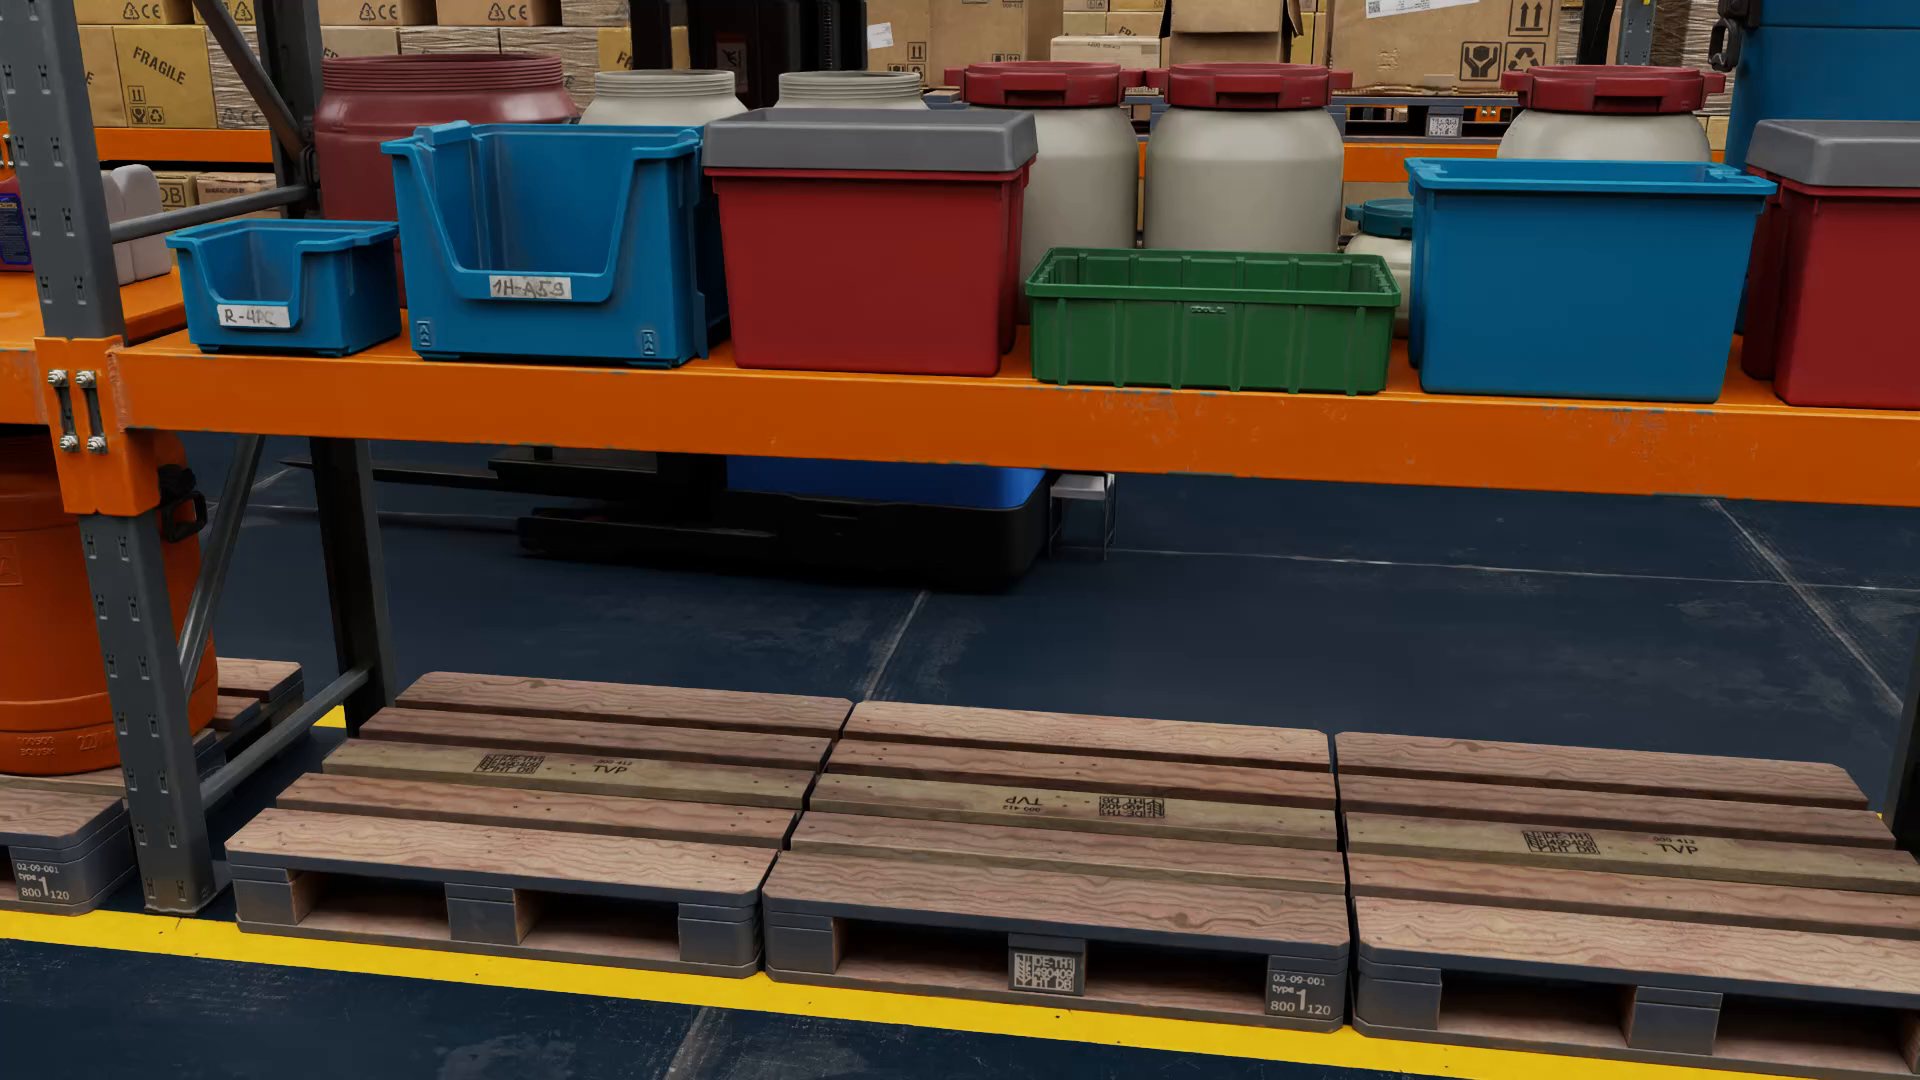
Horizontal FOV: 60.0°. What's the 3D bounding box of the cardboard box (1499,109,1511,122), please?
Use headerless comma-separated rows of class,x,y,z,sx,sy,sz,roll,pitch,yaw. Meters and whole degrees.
cardboard box,4.525,-2.766,12.529,0.875,0.875,0.875,3,19,9

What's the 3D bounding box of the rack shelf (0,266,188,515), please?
rack shelf,-3.682,-0.488,4.169,4.000,0.370,1.077,3,19,9

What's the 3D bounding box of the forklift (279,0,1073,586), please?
forklift,-1.129,-1.469,6.075,3.031,2.935,1.130,5,19,14

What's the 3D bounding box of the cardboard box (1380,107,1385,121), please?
cardboard box,5.895,-5.673,22.203,0.500,0.250,0.500,3,19,9

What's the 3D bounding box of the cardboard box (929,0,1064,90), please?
cardboard box,0.185,-2.516,8.275,0.500,0.500,0.700,6,19,17

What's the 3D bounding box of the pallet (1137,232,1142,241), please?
pallet,1.933,-2.381,13.088,1.213,0.211,1.003,3,19,9

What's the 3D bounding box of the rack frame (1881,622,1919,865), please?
rack frame,2.243,-0.527,3.152,0.127,3.000,1.000,3,19,9

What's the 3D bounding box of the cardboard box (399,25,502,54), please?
cardboard box,-2.452,-2.327,8.373,0.500,0.500,0.500,2,19,7

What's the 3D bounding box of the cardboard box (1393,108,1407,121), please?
cardboard box,4.347,-3.798,15.674,0.500,0.500,0.500,3,19,9

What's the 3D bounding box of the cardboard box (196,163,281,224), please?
cardboard box,-3.353,-1.603,9.052,0.875,0.875,1.225,2,19,7

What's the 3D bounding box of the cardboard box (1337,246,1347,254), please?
cardboard box,1.957,-1.170,8.318,0.500,0.500,0.700,3,19,8

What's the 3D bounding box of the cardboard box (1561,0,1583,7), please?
cardboard box,4.273,-4.182,12.136,0.550,0.550,0.875,3,19,9

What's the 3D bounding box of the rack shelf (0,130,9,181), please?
rack shelf,-6.845,-2.241,9.408,4.000,0.370,1.077,3,19,9

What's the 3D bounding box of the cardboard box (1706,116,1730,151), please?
cardboard box,3.437,-1.838,7.466,0.250,0.149,0.380,3,19,9

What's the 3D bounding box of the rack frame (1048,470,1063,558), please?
rack frame,0.356,-0.396,6.068,0.006,0.900,0.240,5,19,14

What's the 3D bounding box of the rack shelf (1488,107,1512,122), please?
rack shelf,5.889,-3.186,12.232,4.000,0.370,1.077,3,19,9

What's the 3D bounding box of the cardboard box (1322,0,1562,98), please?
cardboard box,2.266,-2.647,7.879,1.000,1.000,1.000,3,19,9

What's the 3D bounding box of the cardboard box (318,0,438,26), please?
cardboard box,-2.947,-2.911,8.537,0.637,0.503,0.797,4,19,10

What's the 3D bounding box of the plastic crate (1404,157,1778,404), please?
plastic crate,1.104,-0.478,3.029,0.575,0.384,0.392,3,19,9

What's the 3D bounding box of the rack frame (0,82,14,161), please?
rack frame,-4.871,-2.482,8.993,0.127,3.000,1.000,3,19,9

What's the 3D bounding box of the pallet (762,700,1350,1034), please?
pallet,0.253,0.707,3.858,1.213,0.211,1.003,3,19,9

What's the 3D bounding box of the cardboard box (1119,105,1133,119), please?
cardboard box,2.048,-5.978,22.522,0.625,0.625,0.875,4,19,10

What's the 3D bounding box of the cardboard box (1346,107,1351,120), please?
cardboard box,4.867,-5.835,22.095,0.625,0.625,0.875,4,19,11

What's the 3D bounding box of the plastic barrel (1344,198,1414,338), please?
plastic barrel,0.960,-0.577,3.517,0.301,0.262,0.301,0,18,0

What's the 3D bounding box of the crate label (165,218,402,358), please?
crate label,-1.350,-0.511,3.366,0.416,0.233,0.303,3,19,9

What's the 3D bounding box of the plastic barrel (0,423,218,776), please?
plastic barrel,-2.193,0.082,4.089,0.708,0.830,0.600,3,19,9

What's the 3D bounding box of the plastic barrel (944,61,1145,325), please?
plastic barrel,0.181,-0.767,3.655,0.433,0.535,0.433,0,18,0

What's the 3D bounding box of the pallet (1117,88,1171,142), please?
pallet,1.040,-2.103,8.162,1.213,0.211,1.003,3,19,9

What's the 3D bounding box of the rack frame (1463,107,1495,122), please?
rack frame,3.915,-3.628,12.419,0.127,3.000,1.000,3,19,9

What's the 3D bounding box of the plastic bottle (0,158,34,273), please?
plastic bottle,-2.400,-0.827,4.232,0.133,0.283,0.061,3,19,9

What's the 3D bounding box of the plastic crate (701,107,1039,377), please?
plastic crate,-0.160,-0.582,3.214,0.583,0.464,0.402,3,19,9

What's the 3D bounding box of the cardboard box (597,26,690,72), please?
cardboard box,-1.448,-2.275,8.218,0.500,0.500,0.500,4,19,10

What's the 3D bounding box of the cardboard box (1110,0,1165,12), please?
cardboard box,1.413,-4.275,12.619,0.500,0.500,0.700,3,19,8

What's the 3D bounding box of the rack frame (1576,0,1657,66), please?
rack frame,3.028,-2.079,7.790,0.127,3.000,1.000,3,19,9

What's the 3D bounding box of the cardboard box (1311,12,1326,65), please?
cardboard box,2.858,-3.643,12.307,0.500,0.500,0.500,3,19,8

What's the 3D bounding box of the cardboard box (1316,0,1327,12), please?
cardboard box,2.915,-4.198,12.389,0.500,0.500,0.700,3,19,8

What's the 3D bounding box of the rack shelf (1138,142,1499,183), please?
rack shelf,1.053,-1.839,8.205,4.000,0.370,1.077,3,19,9

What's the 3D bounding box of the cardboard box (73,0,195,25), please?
cardboard box,-4.239,-2.975,8.730,0.637,0.503,0.797,2,19,7

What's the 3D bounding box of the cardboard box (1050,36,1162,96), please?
cardboard box,0.697,-2.252,7.881,0.500,0.250,0.500,2,19,7

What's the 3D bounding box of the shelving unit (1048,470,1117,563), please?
shelving unit,0.454,-0.388,6.044,0.210,0.900,0.258,5,19,14

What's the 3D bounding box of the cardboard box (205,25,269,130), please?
cardboard box,-3.466,-2.377,8.523,0.500,0.500,0.500,2,19,7

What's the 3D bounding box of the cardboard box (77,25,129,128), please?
cardboard box,-4.456,-2.428,8.674,0.500,0.500,0.500,3,19,9

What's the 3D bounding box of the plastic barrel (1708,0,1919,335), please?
plastic barrel,1.909,-0.880,3.414,0.708,0.901,0.600,3,19,9

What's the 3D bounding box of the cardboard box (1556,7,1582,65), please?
cardboard box,4.281,-3.684,12.351,0.550,0.550,0.875,3,19,9

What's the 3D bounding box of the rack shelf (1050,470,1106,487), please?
rack shelf,0.454,-0.271,6.083,0.200,0.077,0.258,5,19,14

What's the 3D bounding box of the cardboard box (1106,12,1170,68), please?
cardboard box,1.366,-3.719,12.534,0.500,0.500,0.500,3,19,9

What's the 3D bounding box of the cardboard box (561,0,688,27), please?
cardboard box,-1.641,-2.845,8.342,0.637,0.503,0.797,4,19,11

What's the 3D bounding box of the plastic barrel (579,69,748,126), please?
plastic barrel,-0.657,-0.797,3.781,0.421,0.512,0.421,0,18,0

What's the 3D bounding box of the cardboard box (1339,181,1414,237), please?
cardboard box,3.287,-2.763,12.718,0.750,0.750,1.050,3,19,8

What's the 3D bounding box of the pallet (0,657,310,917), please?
pallet,-2.492,0.567,4.276,1.213,0.211,1.003,3,19,9
